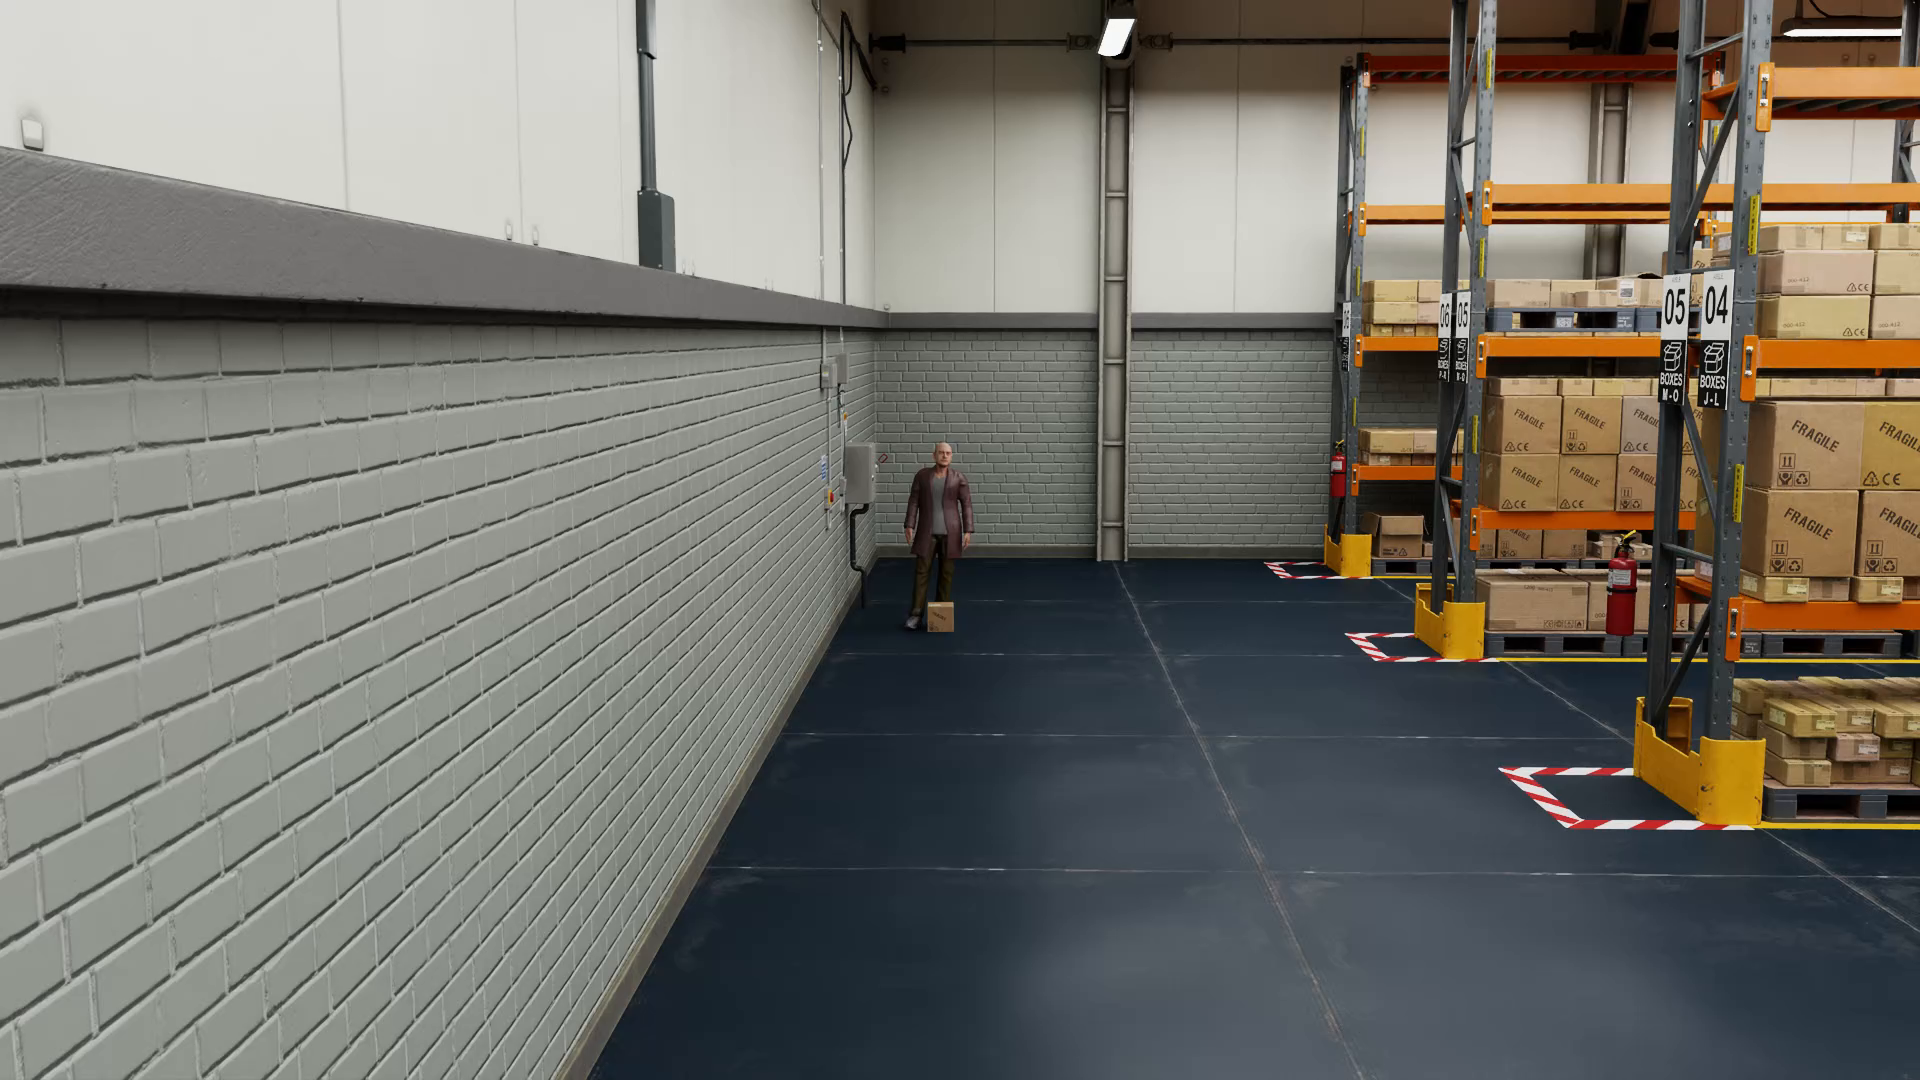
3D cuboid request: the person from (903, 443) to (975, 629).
[{"bbox_3d":[-0.207,-0.046,16.125,0.695,1.777,0.580,0,7,1],"label":"person"}]
